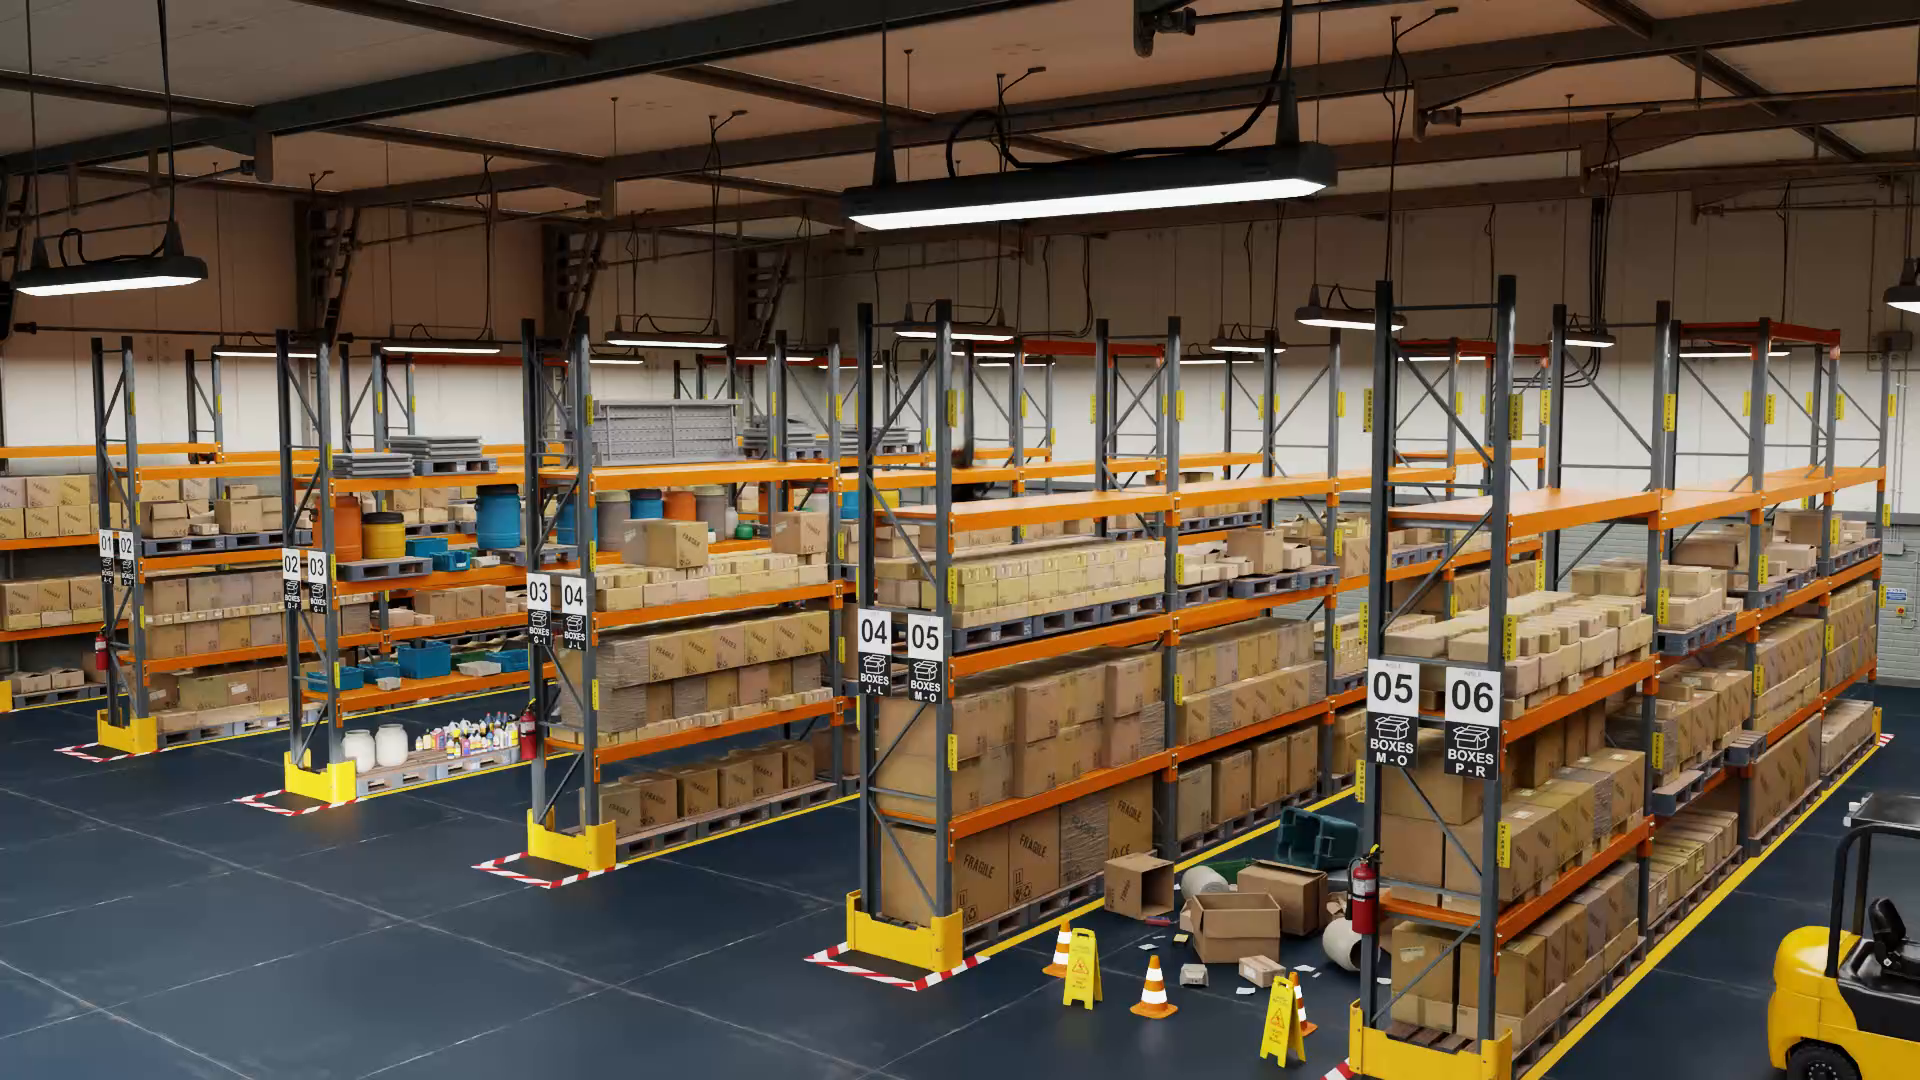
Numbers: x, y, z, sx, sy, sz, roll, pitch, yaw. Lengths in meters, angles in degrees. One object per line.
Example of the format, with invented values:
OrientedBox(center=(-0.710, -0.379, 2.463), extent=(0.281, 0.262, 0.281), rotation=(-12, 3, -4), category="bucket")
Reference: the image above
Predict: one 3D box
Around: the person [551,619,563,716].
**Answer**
OrientedBox(center=(-6.314, 1.978, 27.117), extent=(0.587, 1.664, 1.008), rotation=(4, 6, 37), category="person")
